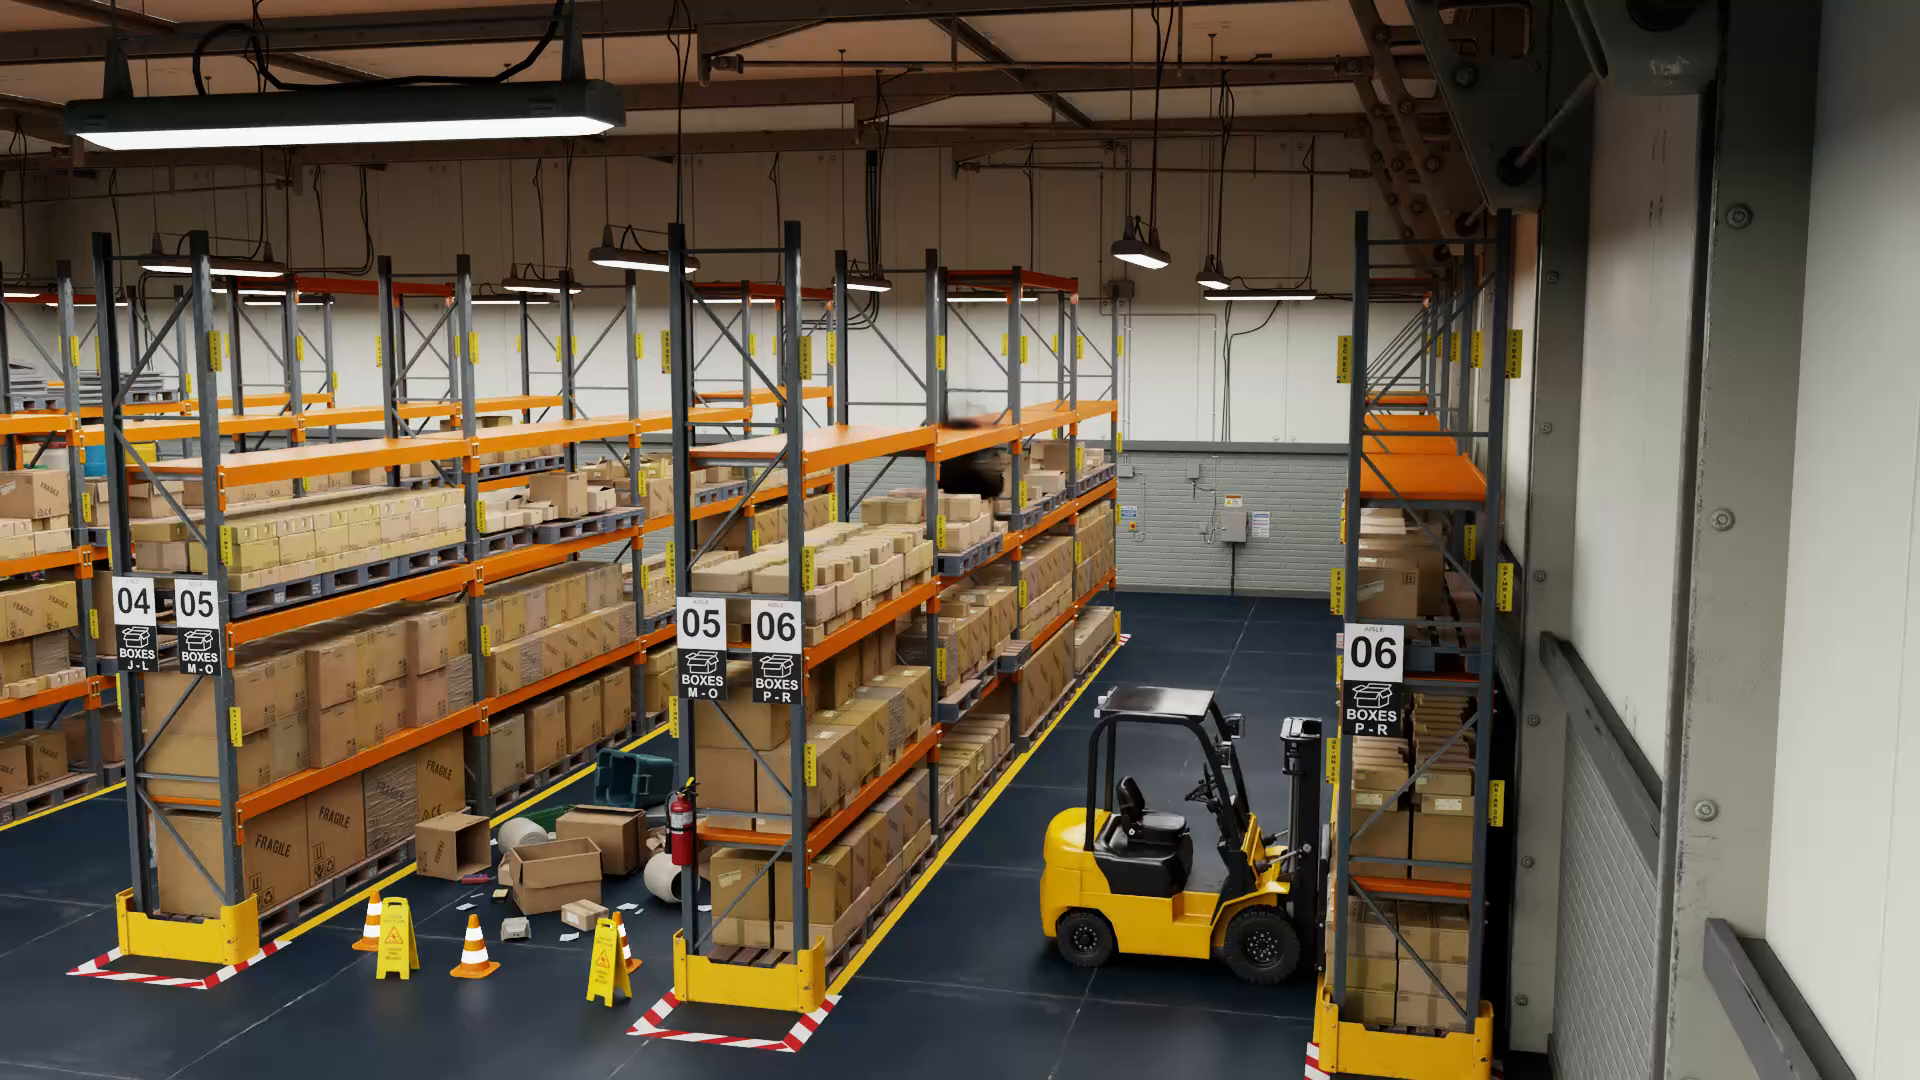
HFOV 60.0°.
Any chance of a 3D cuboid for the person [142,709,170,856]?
[{"bbox_3d":[-7.887,2.331,16.455,0.582,1.555,0.554,1,7,8],"label":"person"}]
